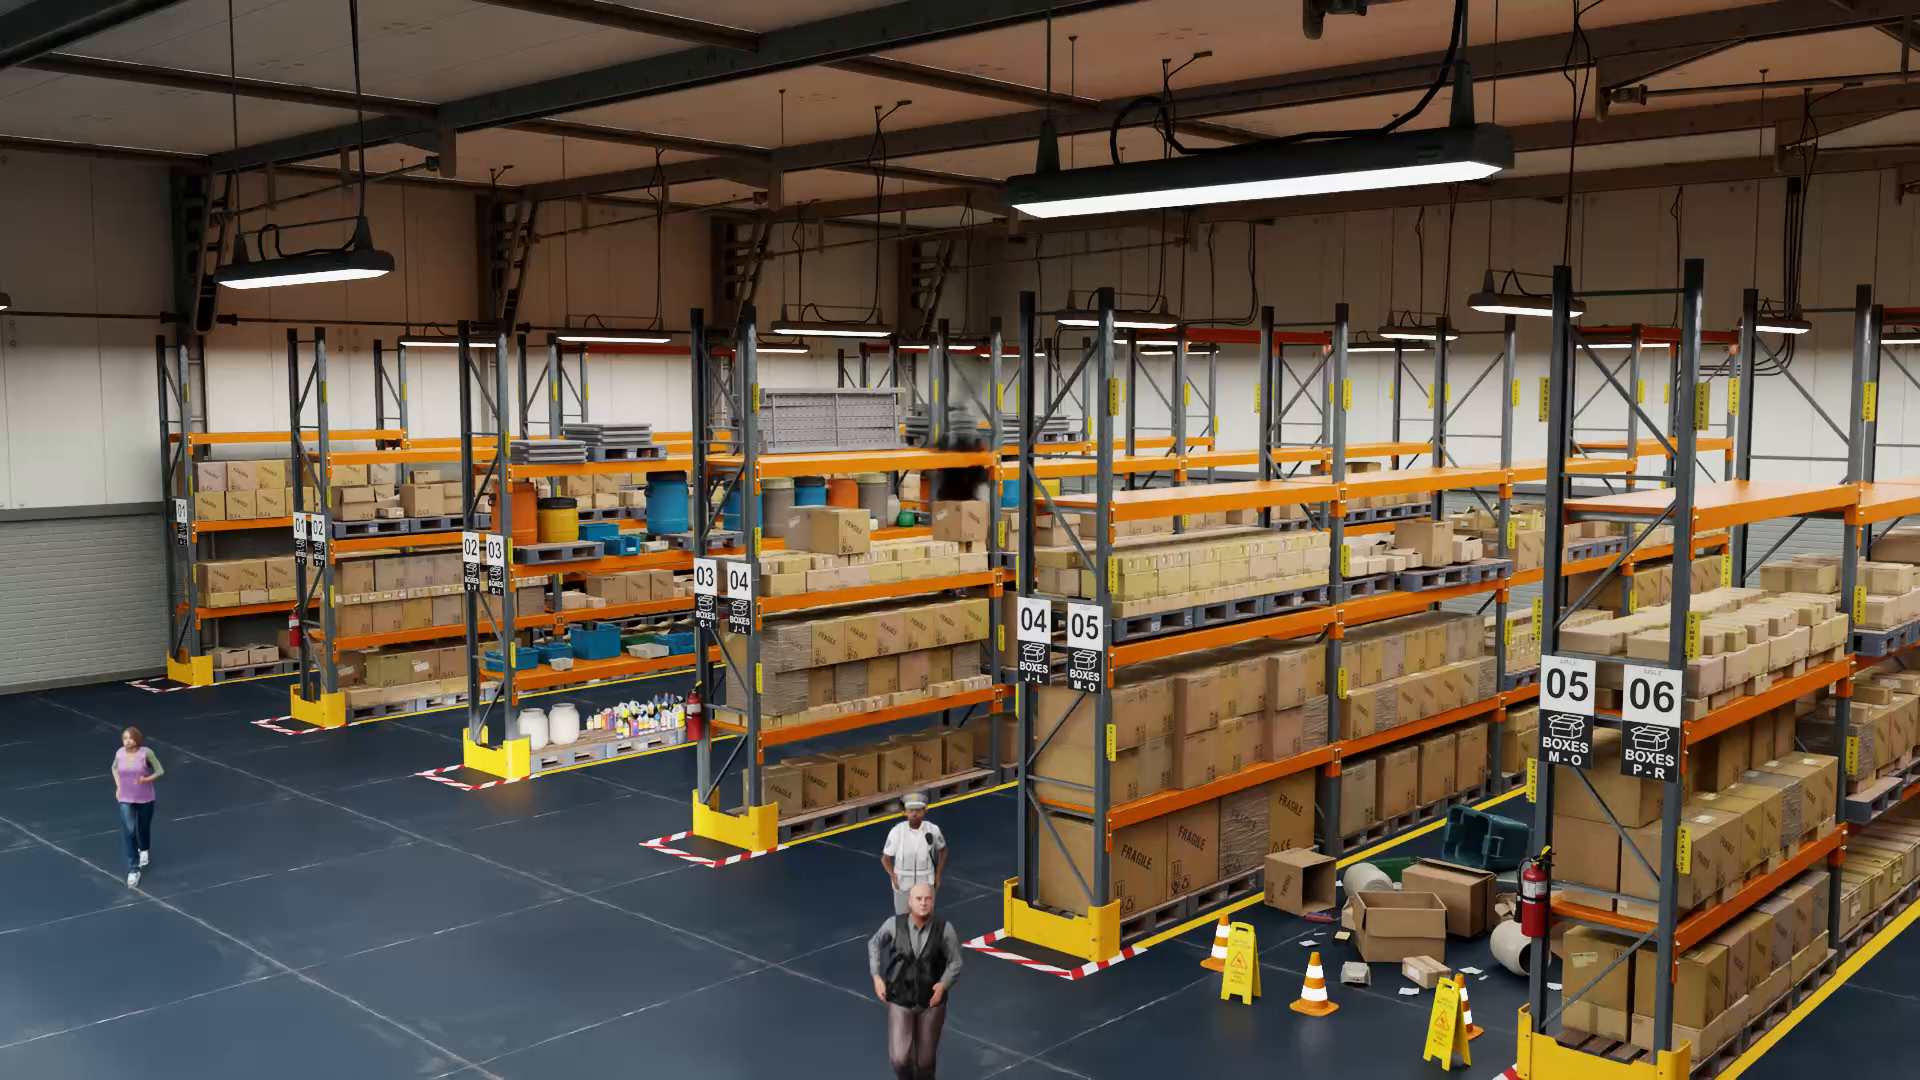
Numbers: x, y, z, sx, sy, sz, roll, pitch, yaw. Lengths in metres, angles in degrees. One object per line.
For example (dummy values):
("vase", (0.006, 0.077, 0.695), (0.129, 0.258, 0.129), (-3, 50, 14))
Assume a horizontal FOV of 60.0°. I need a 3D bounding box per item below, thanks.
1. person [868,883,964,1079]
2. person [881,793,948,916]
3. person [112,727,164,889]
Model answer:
("person", (-0.305, 3.234, 11.592), (0.671, 1.678, 0.619), (0, 5, -2))
("person", (-0.386, 2.999, 14.365), (0.583, 1.698, 0.781), (0, 5, -4))
("person", (-8.587, 2.736, 17.385), (0.523, 1.617, 0.817), (-2, 6, -18))
